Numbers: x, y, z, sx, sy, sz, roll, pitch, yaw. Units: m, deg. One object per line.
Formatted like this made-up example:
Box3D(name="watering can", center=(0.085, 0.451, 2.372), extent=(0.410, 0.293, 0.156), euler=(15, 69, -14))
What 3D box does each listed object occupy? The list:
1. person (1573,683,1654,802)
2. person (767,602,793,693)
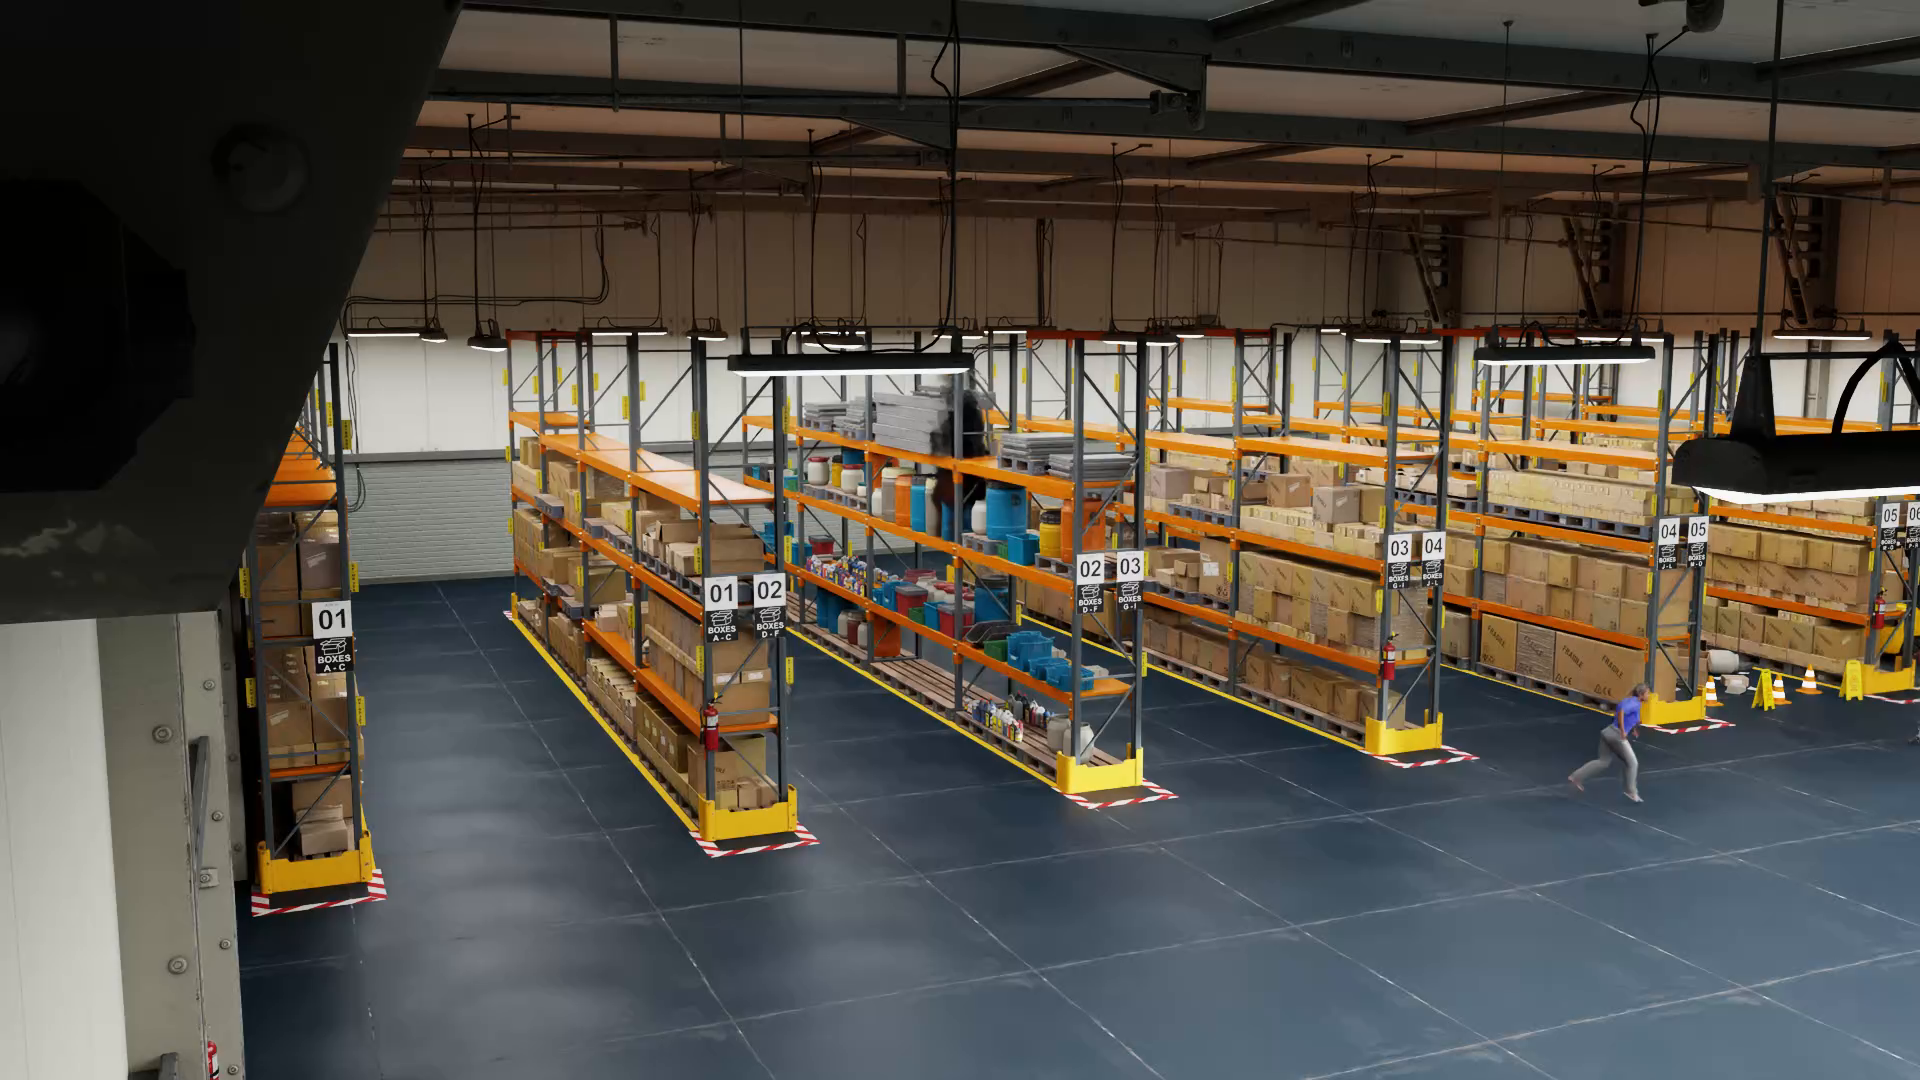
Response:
Box3D(name="person", center=(8.504, 2.642, 21.640), extent=(0.961, 1.616, 0.603), euler=(2, 8, 13))
Box3D(name="person", center=(-2.989, 1.558, 26.962), extent=(0.600, 1.733, 0.901), euler=(-7, 10, -41))
